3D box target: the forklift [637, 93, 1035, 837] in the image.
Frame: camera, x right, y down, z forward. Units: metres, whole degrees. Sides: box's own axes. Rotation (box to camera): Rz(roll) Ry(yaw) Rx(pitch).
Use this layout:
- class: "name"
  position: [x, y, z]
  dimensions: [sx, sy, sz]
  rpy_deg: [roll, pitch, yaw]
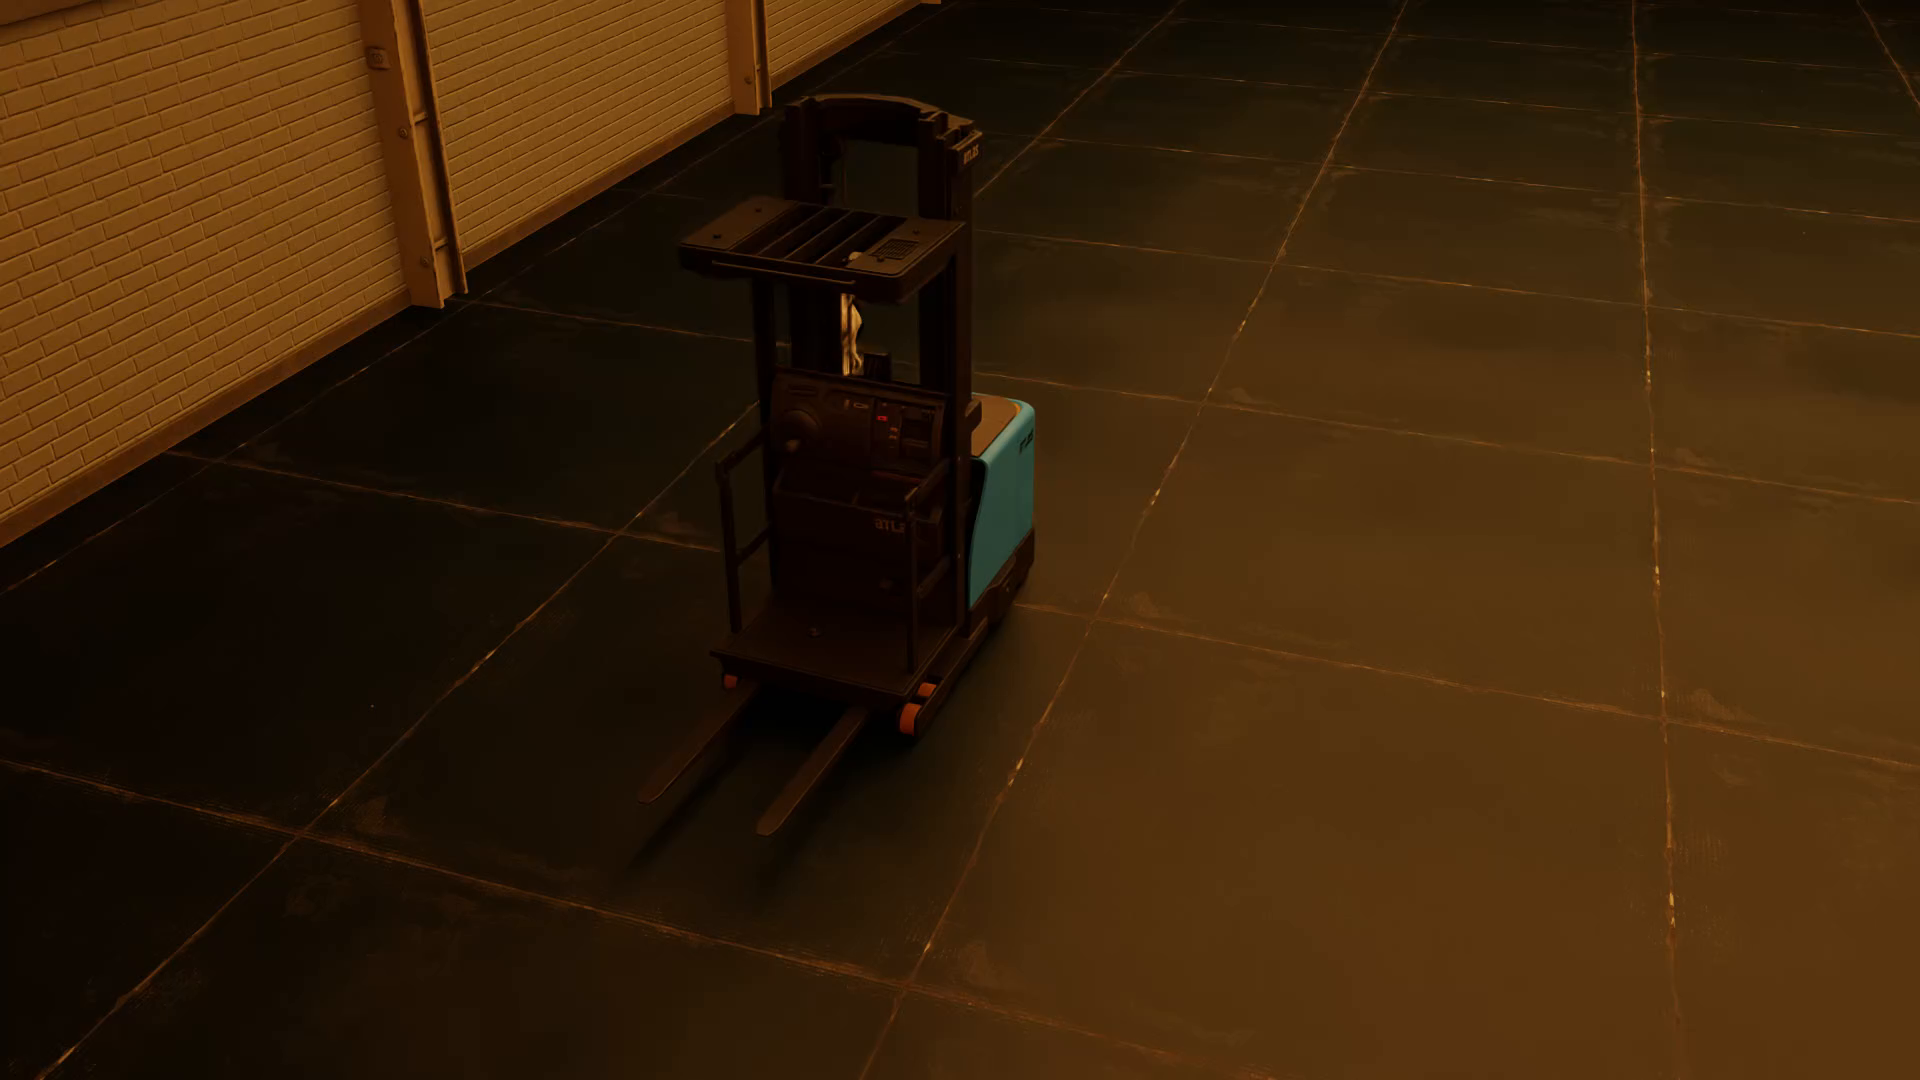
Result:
- class: "forklift"
  position: [-0.592, -0.525, 8.057]
  dimensions: [1.130, 2.935, 3.031]
  rpy_deg: [11, 32, 19]

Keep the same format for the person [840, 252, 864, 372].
- class: "person"
  position: [-0.741, -0.998, 10.196]
  dimensions: [0.380, 1.640, 0.696]
  rpy_deg: [2, 30, 3]
